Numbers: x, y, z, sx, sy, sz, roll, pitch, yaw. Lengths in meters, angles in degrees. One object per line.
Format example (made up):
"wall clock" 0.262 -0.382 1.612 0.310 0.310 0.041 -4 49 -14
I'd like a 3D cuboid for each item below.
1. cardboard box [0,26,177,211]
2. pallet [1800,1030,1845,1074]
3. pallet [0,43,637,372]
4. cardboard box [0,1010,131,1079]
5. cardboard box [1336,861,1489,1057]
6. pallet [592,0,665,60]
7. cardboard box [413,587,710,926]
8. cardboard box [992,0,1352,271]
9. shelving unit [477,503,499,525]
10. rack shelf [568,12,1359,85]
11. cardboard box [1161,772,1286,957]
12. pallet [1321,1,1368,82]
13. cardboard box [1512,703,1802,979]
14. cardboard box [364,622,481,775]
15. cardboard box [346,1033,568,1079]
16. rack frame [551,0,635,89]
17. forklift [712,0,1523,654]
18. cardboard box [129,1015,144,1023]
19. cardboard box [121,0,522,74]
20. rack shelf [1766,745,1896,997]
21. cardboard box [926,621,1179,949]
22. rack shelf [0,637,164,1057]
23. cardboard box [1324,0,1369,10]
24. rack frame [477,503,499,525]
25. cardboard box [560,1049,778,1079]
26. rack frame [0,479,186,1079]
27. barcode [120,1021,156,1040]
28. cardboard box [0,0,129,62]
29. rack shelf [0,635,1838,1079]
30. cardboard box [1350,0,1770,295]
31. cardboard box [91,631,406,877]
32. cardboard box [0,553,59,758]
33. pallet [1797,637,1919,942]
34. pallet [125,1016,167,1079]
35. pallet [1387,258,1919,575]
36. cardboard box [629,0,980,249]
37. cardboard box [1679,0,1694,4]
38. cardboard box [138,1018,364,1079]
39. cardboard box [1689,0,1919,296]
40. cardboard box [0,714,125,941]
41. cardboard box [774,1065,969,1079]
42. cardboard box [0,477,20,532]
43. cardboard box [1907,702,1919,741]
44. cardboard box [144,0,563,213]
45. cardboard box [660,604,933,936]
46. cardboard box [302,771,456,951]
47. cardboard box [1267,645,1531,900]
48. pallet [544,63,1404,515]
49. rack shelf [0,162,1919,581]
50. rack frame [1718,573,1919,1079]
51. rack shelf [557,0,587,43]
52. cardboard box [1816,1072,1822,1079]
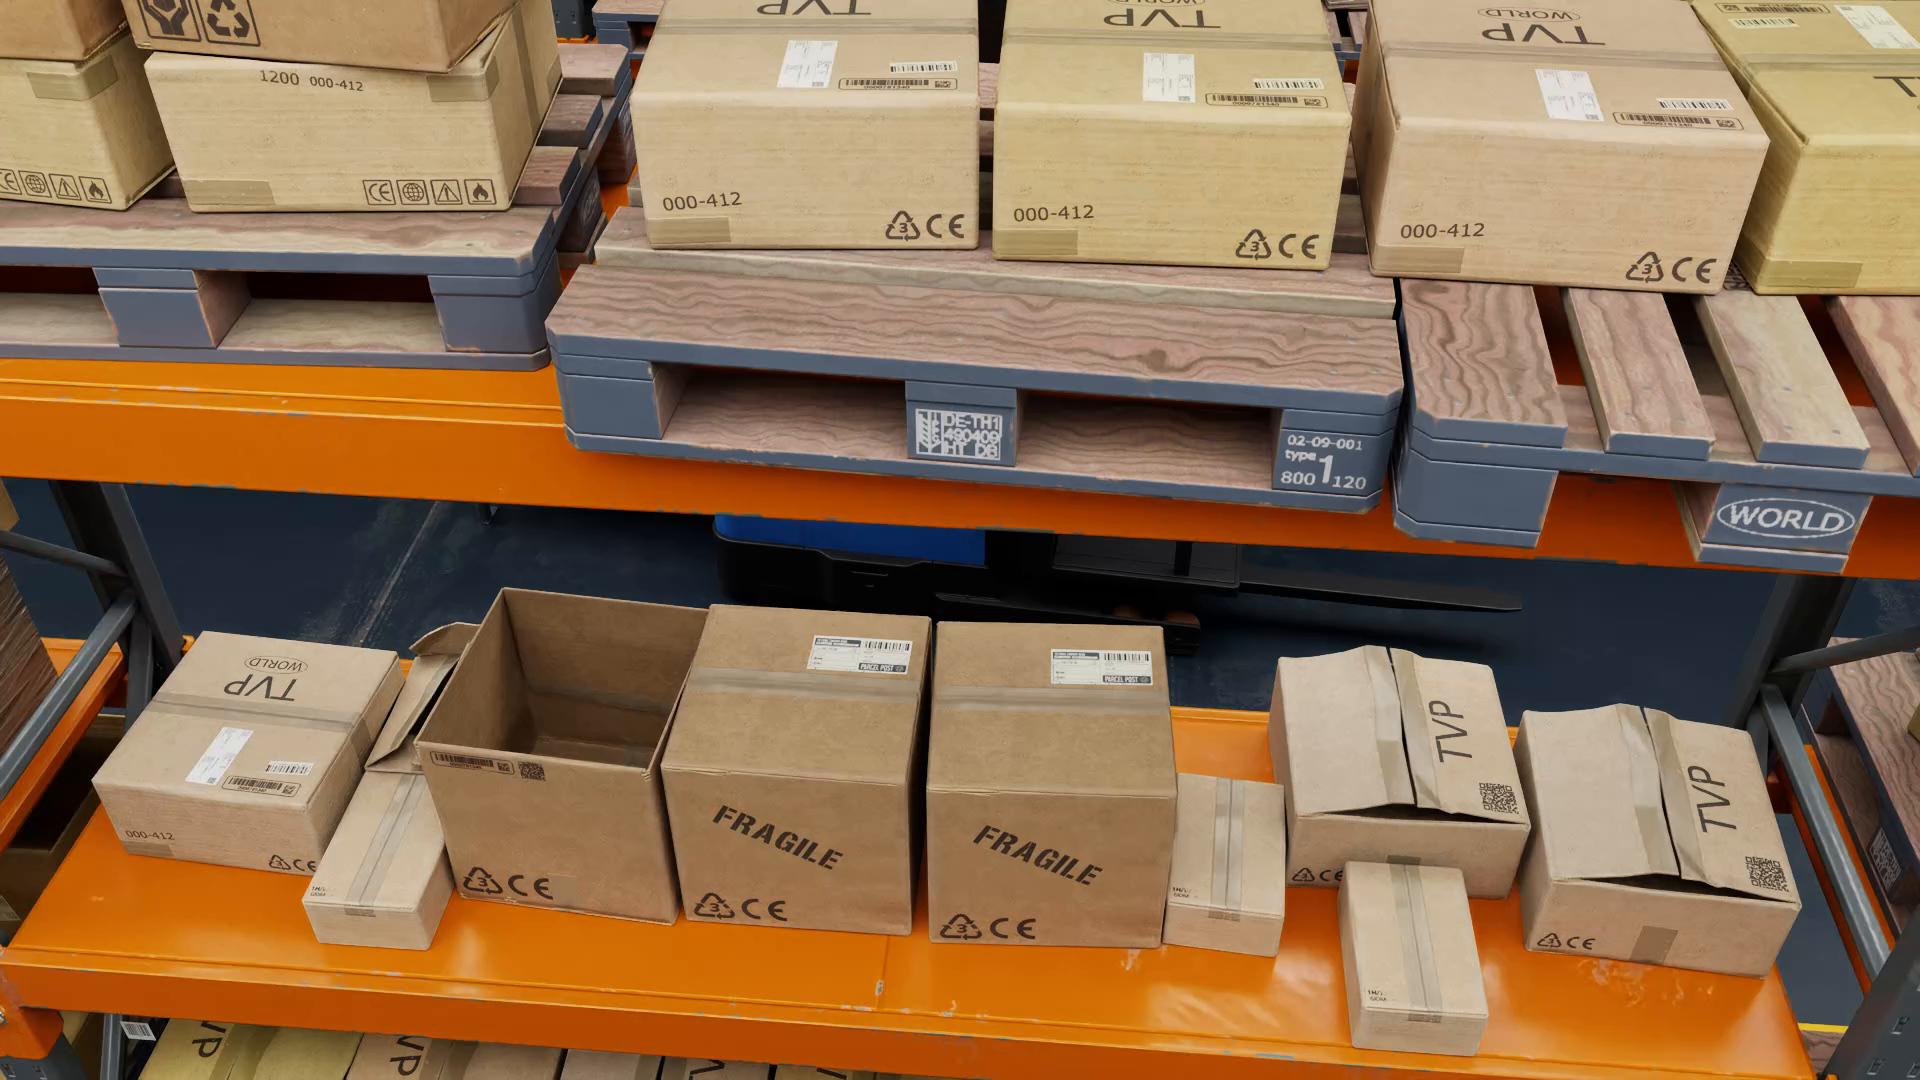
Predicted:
"cardboard box" -1.508 -0.794 2.760 0.500 0.250 0.500 7 40 8
"pallet" 2.604 1.798 4.374 1.213 0.211 1.003 3 39 4
"pallet" -1.241 -0.615 2.905 1.217 0.209 0.805 2 39 2
"cardboard box" -2.602 1.450 4.438 0.500 0.250 0.500 3 39 4
"cardboard box" 0.944 0.874 3.499 0.250 0.149 0.380 3 39 4
"pallet" -0.949 -2.474 7.565 1.213 0.211 1.003 3 39 4
"cardboard box" -0.833 0.476 3.710 0.500 0.500 0.500 6 40 7
"cardboard box" 0.314 -0.661 2.596 0.500 0.250 0.500 2 39 3
"shelving unit" -1.408 -0.749 6.482 1.048 1.500 0.538 6 40 7
"rack shelf" 0.295 -2.294 7.762 4.000 0.370 1.077 3 39 4
"cardboard box" 0.588 0.715 3.694 0.250 0.149 0.380 6 40 7
"pallet" 1.568 -2.361 7.427 1.003 0.211 1.213 3 39 4
"cardboard box" 1.505 0.639 3.659 0.500 0.311 0.500 5 39 7
"cardboard box" -1.230 0.419 3.966 0.258 0.266 0.396 2 39 3
"cardboard box" -1.233 1.330 4.141 0.500 0.311 0.500 3 39 3
"rack frame" -1.698 -2.682 7.668 0.127 3.000 1.000 3 39 4
"forklift" 0.621 -1.073 5.746 3.031 2.935 1.130 6 40 7
"cardboard box" -2.557 1.122 4.841 0.500 0.250 0.500 3 39 4
"cardboard box" -0.941 -1.050 2.480 0.500 0.500 0.500 7 40 8
"rack shelf" 3.856 1.040 3.666 4.000 0.370 1.077 3 39 4
"cardboard box" 0.191 0.532 3.641 0.500 0.500 0.500 1 39 1
"rack shelf" -4.114 0.604 4.201 4.000 0.370 1.077 3 39 4
"cardboard box" 1.818 -2.692 7.254 0.500 0.500 0.700 -1 39 -1
"rack frame" -1.910 -0.801 6.546 0.032 1.500 0.500 6 40 7
"cardboard box" -0.717 1.357 4.108 0.500 0.311 0.500 2 39 2
"rack frame" -2.121 0.434 3.841 0.127 3.000 1.000 3 39 4
"barcode" -1.903 1.136 3.849 0.075 0.075 0.001 3 39 4
"cardboard box" -1.510 -1.066 2.500 0.500 0.500 0.500 4 39 4
"rack shelf" -0.129 0.822 3.934 4.000 0.370 1.077 3 39 4
"cardboard box" 0.883 -0.623 2.549 0.500 0.250 0.500 4 39 5
"cardboard box" -1.627 0.492 3.889 0.500 0.250 0.500 5 39 7
"cardboard box" -2.564 0.375 3.834 0.500 0.500 0.700 2 39 3
"pallet" 2.545 0.719 3.642 1.003 0.211 1.213 3 39 4
"pallet" -2.910 1.446 4.806 1.213 0.211 1.003 3 39 4
"pallet" 1.180 -0.419 2.662 1.003 0.211 1.213 5 39 6
"cardboard box" -0.222 -0.691 2.633 0.500 0.250 0.500 0 39 0
"cardboard box" 3.270 -2.404 6.996 0.500 0.500 0.500 4 39 5
"cardboard box" -1.731 1.299 4.179 0.500 0.311 0.500 3 39 4
"cardboard box" 1.407 -0.605 2.528 0.500 0.250 0.500 0 39 1
"cardboard box" -2.556 0.825 4.612 0.500 0.500 0.500 3 39 4
"cardboard box" -0.199 1.382 4.077 0.500 0.311 0.500 4 39 5
"cardboard box" -2.372 0.007 3.772 0.250 0.149 0.380 3 39 4
"cardboard box" 2.501 0.414 3.454 0.500 0.500 0.700 -9 40 -11
"cardboard box" -0.961 -0.766 2.725 0.500 0.250 0.500 0 39 -1
"cardboard box" -0.334 0.503 3.676 0.500 0.500 0.500 3 39 4
"cardboard box" -1.256 0.708 3.703 0.250 0.149 0.380 3 39 4
"cardboard box" 0.989 0.516 3.811 0.500 0.311 0.500 3 39 3
"pallet" 0.066 -0.478 2.734 1.213 0.211 1.003 5 39 6
"rack shelf" -0.129 -0.341 2.987 4.000 0.370 1.077 3 39 4
"rack frame" 1.864 0.652 3.573 0.127 3.000 1.000 3 39 4
"rack shelf" -3.690 -2.512 8.029 4.000 0.370 1.077 3 39 4
"cardboard box" 2.293 1.655 3.972 0.500 0.500 0.500 5 39 6
